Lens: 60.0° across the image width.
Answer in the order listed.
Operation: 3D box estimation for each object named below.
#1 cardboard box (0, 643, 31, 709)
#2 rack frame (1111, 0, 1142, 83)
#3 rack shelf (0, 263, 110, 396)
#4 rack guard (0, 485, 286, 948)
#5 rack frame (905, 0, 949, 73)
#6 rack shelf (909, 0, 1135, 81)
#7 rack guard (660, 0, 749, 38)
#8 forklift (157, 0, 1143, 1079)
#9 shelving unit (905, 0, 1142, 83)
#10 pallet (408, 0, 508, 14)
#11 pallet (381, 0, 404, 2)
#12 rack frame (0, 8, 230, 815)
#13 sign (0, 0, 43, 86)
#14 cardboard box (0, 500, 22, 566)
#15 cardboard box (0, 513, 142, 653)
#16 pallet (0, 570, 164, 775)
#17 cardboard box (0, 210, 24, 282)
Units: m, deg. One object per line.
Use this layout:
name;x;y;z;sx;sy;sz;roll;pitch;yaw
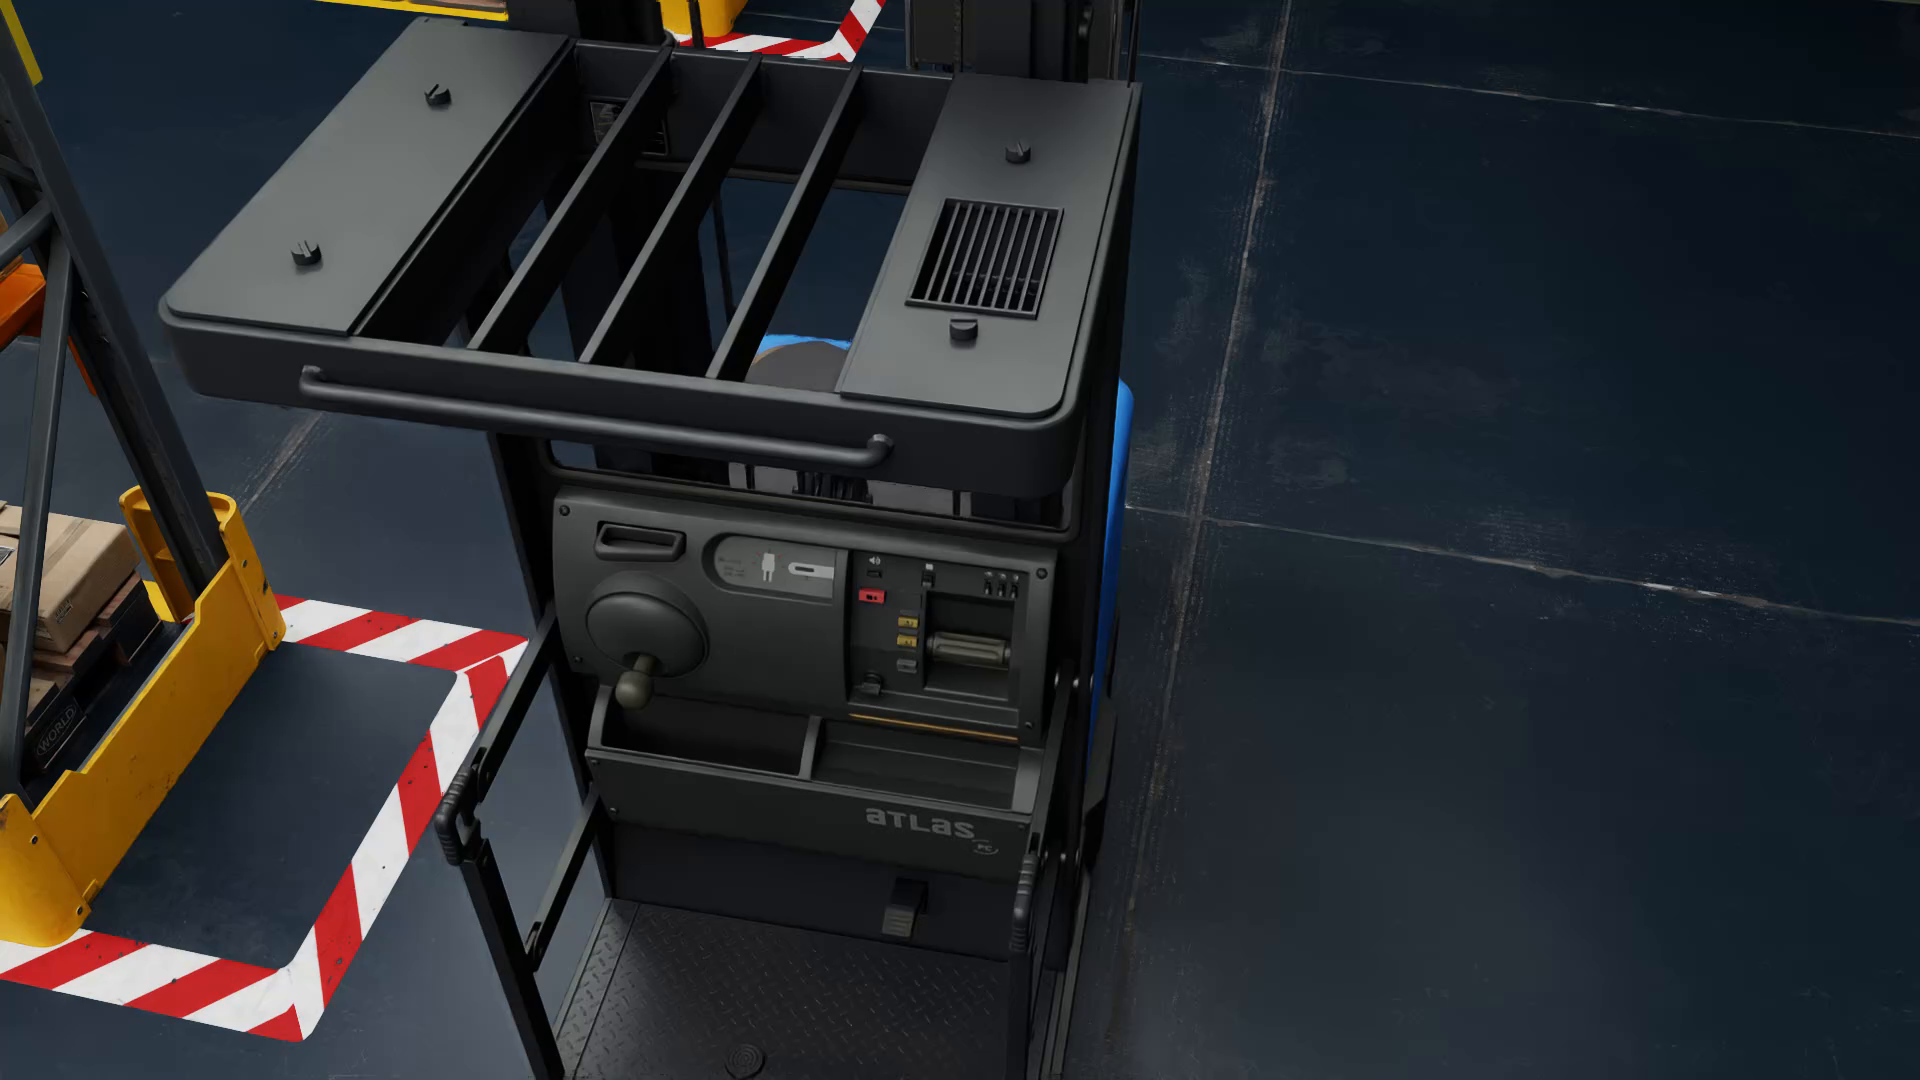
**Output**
cardboard box;-2.805;0.370;4.188;0.500;0.500;0.500;9;45;9
rack frame;0.400;-0.694;4.457;0.015;2.100;0.400;9;45;9
rack shelf;-4.172;-0.500;4.125;4.000;0.370;1.077;9;45;9
rack guard;-2.295;0.433;4.440;0.348;0.500;1.175;9;45;9
rack frame;-0.077;-0.768;4.534;0.015;2.100;0.400;9;45;9
rack shelf;0.162;-1.226;4.020;0.480;0.518;0.431;9;45;9
rack guard;-1.119;-2.905;7.907;0.348;0.500;1.175;9;45;9
forklift;-0.331;0.239;2.888;1.130;2.935;3.031;7;44;8
shelving unit;0.162;-0.731;4.496;0.503;2.100;0.431;9;45;9
pallet;-1.940;-2.873;8.082;1.213;0.211;1.003;9;45;9
pallet;-3.127;-3.059;8.276;1.213;0.211;1.003;9;45;9
rack frame;-2.221;-0.456;3.561;0.127;3.000;1.000;9;45;9
sign;-2.102;-1.135;3.642;0.005;0.325;0.100;9;45;9
cardboard box;-2.798;0.072;4.738;0.250;0.166;0.380;9;45;9
cardboard box;-2.554;0.116;4.705;0.250;0.149;0.380;9;45;9
pallet;-3.073;0.417;4.665;1.213;0.211;1.003;9;45;9
cardboard box;-2.596;-0.738;3.781;0.500;0.500;0.500;10;45;10
